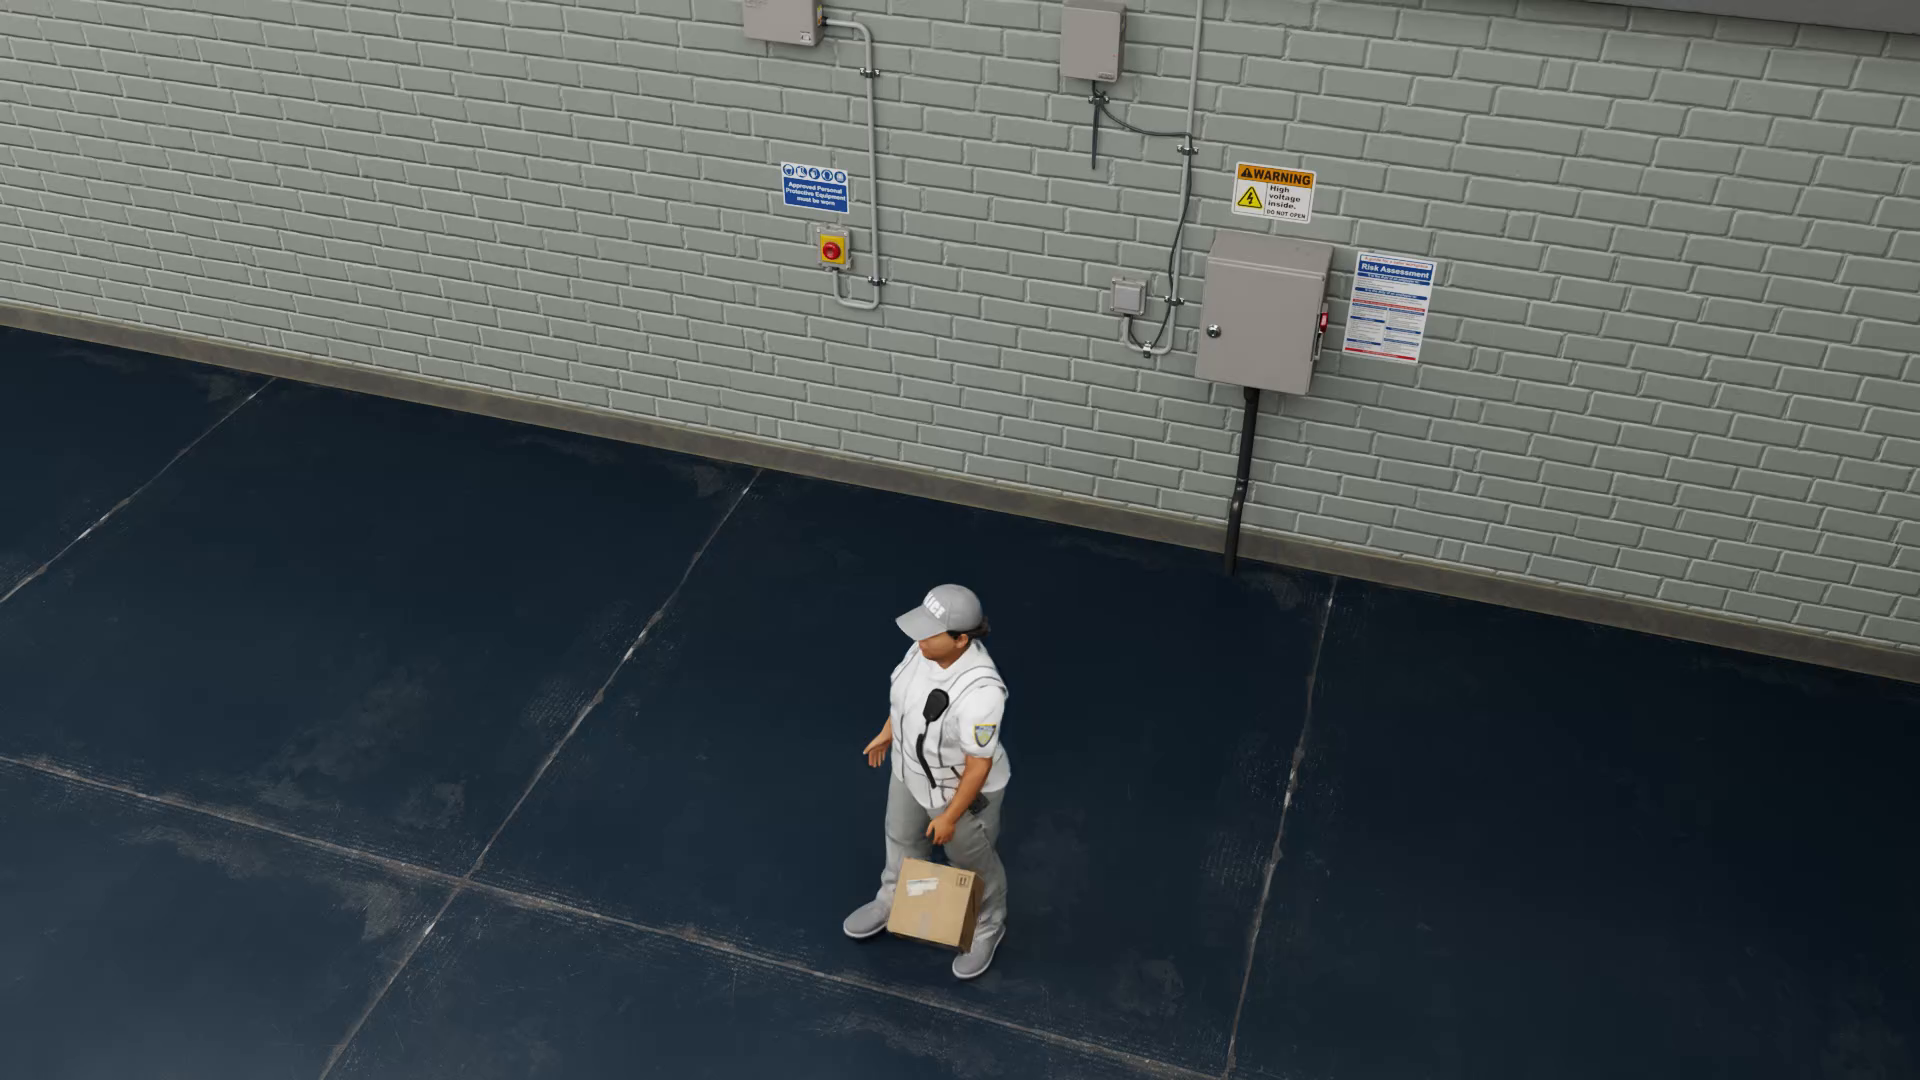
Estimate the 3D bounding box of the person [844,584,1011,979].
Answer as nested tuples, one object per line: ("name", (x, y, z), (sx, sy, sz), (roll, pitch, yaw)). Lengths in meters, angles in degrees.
("person", (-0.114, 0.841, 5.761), (0.540, 1.664, 0.559), (-19, 41, -24))
